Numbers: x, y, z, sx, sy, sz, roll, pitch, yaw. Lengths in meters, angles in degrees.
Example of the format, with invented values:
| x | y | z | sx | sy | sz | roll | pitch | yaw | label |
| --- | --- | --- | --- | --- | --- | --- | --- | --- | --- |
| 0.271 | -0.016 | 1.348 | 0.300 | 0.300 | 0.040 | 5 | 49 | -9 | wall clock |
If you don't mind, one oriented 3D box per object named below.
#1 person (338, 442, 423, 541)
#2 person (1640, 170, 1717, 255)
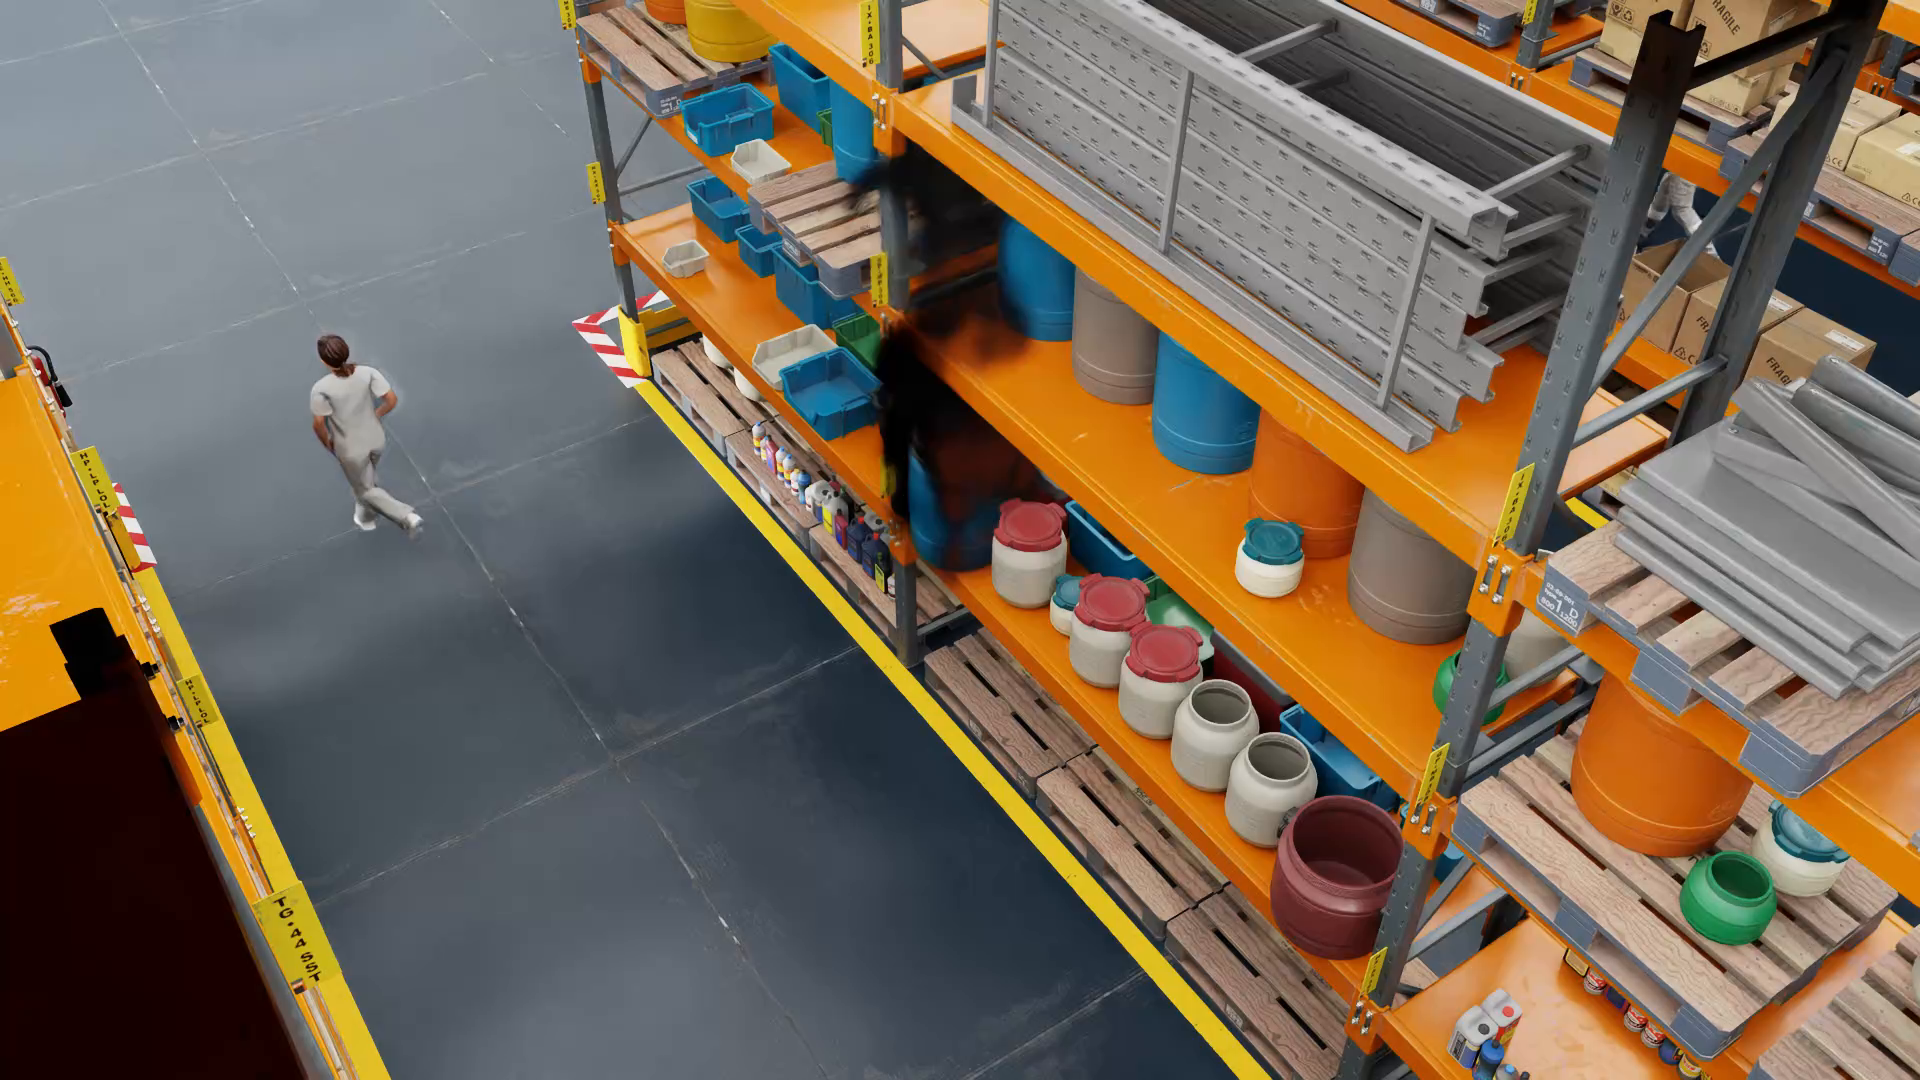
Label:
| x | y | z | sx | sy | sz | roll | pitch | yaw | label |
| --- | --- | --- | --- | --- | --- | --- | --- | --- | --- |
| -3.935 | -0.426 | 11.177 | 0.911 | 1.225 | 0.344 | 31 | 51 | 29 | person |
| 6.096 | -3.095 | 13.751 | 0.652 | 1.637 | 0.821 | -31 | 51 | -29 | person |
